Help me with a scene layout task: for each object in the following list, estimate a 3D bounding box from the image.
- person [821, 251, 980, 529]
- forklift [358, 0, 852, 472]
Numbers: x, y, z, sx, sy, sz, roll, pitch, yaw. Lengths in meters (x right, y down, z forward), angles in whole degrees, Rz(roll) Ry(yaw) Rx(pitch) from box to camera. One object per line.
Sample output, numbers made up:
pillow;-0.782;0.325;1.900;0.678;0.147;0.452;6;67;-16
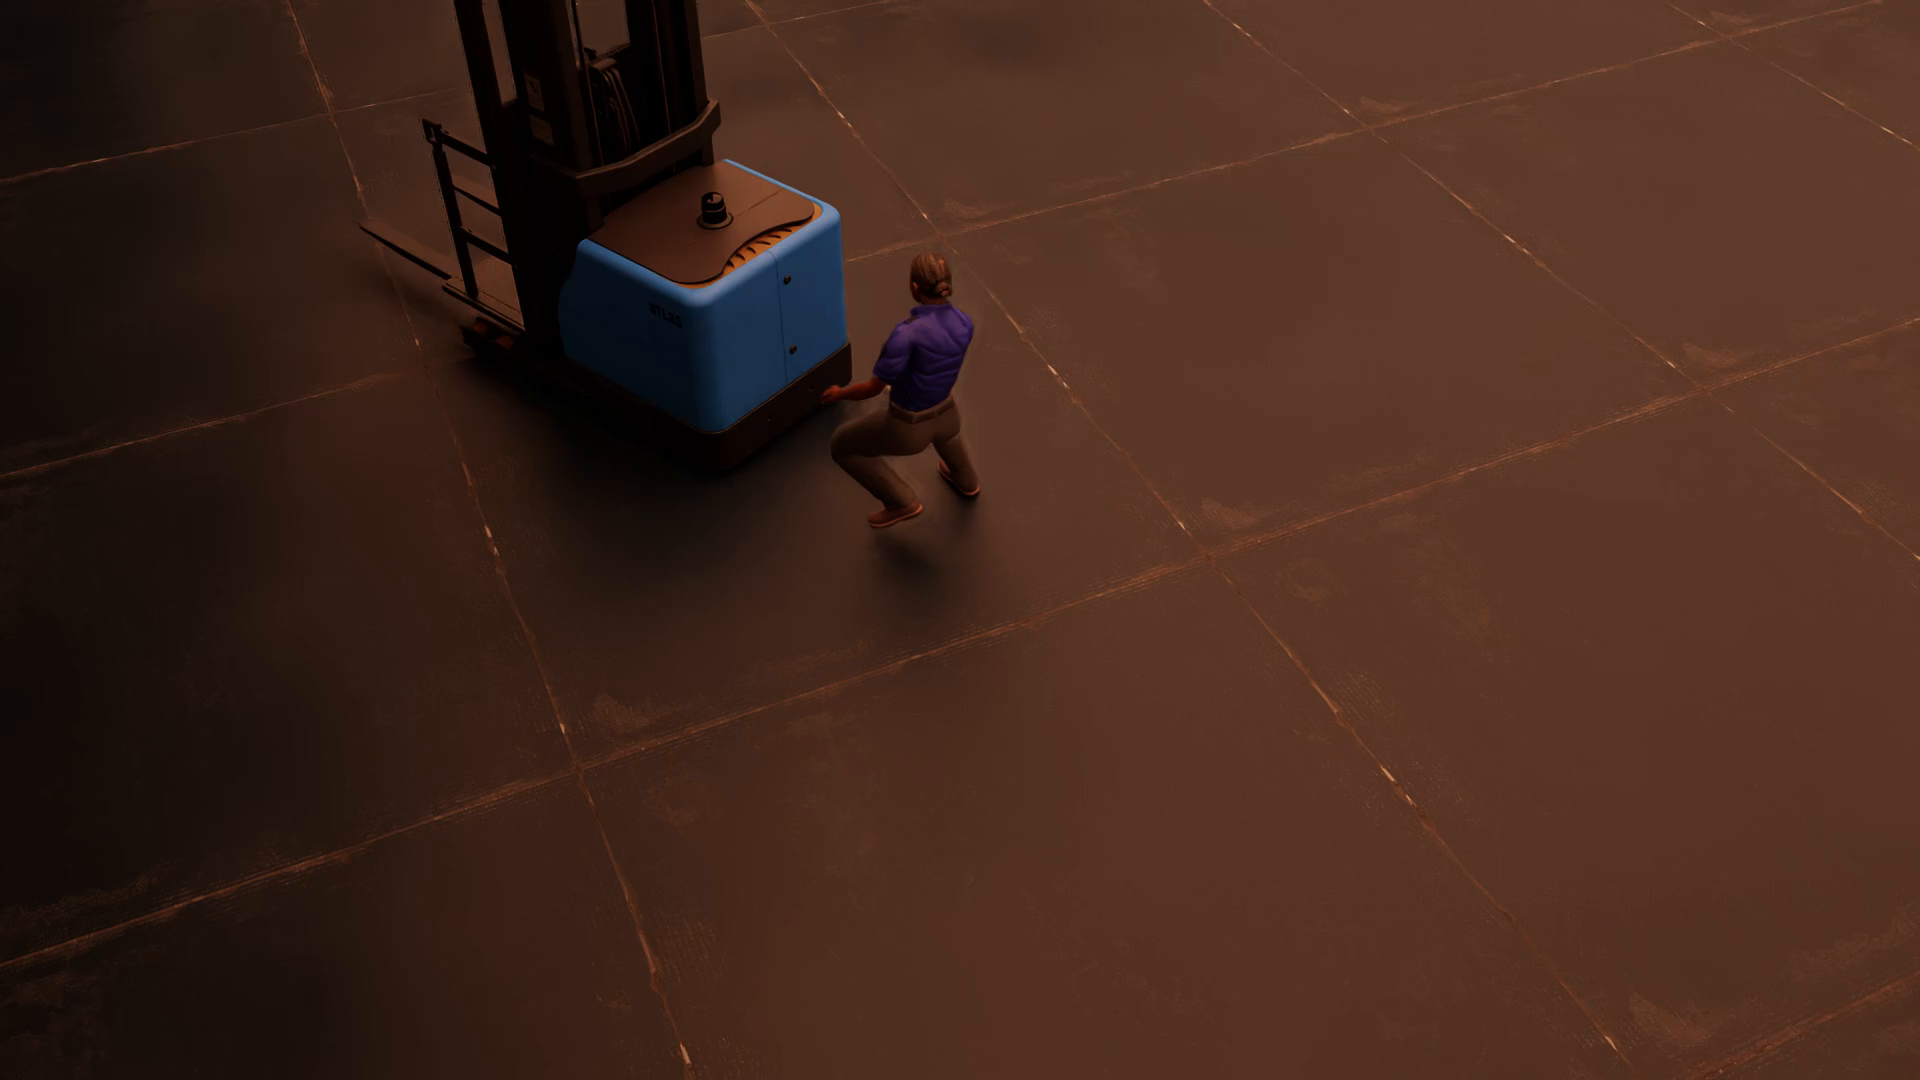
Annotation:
person;-0.238;-0.683;7.458;0.796;1.493;0.640;-30;51;-28
forklift;-2.026;-2.243;8.084;3.031;2.935;1.130;29;50;27
